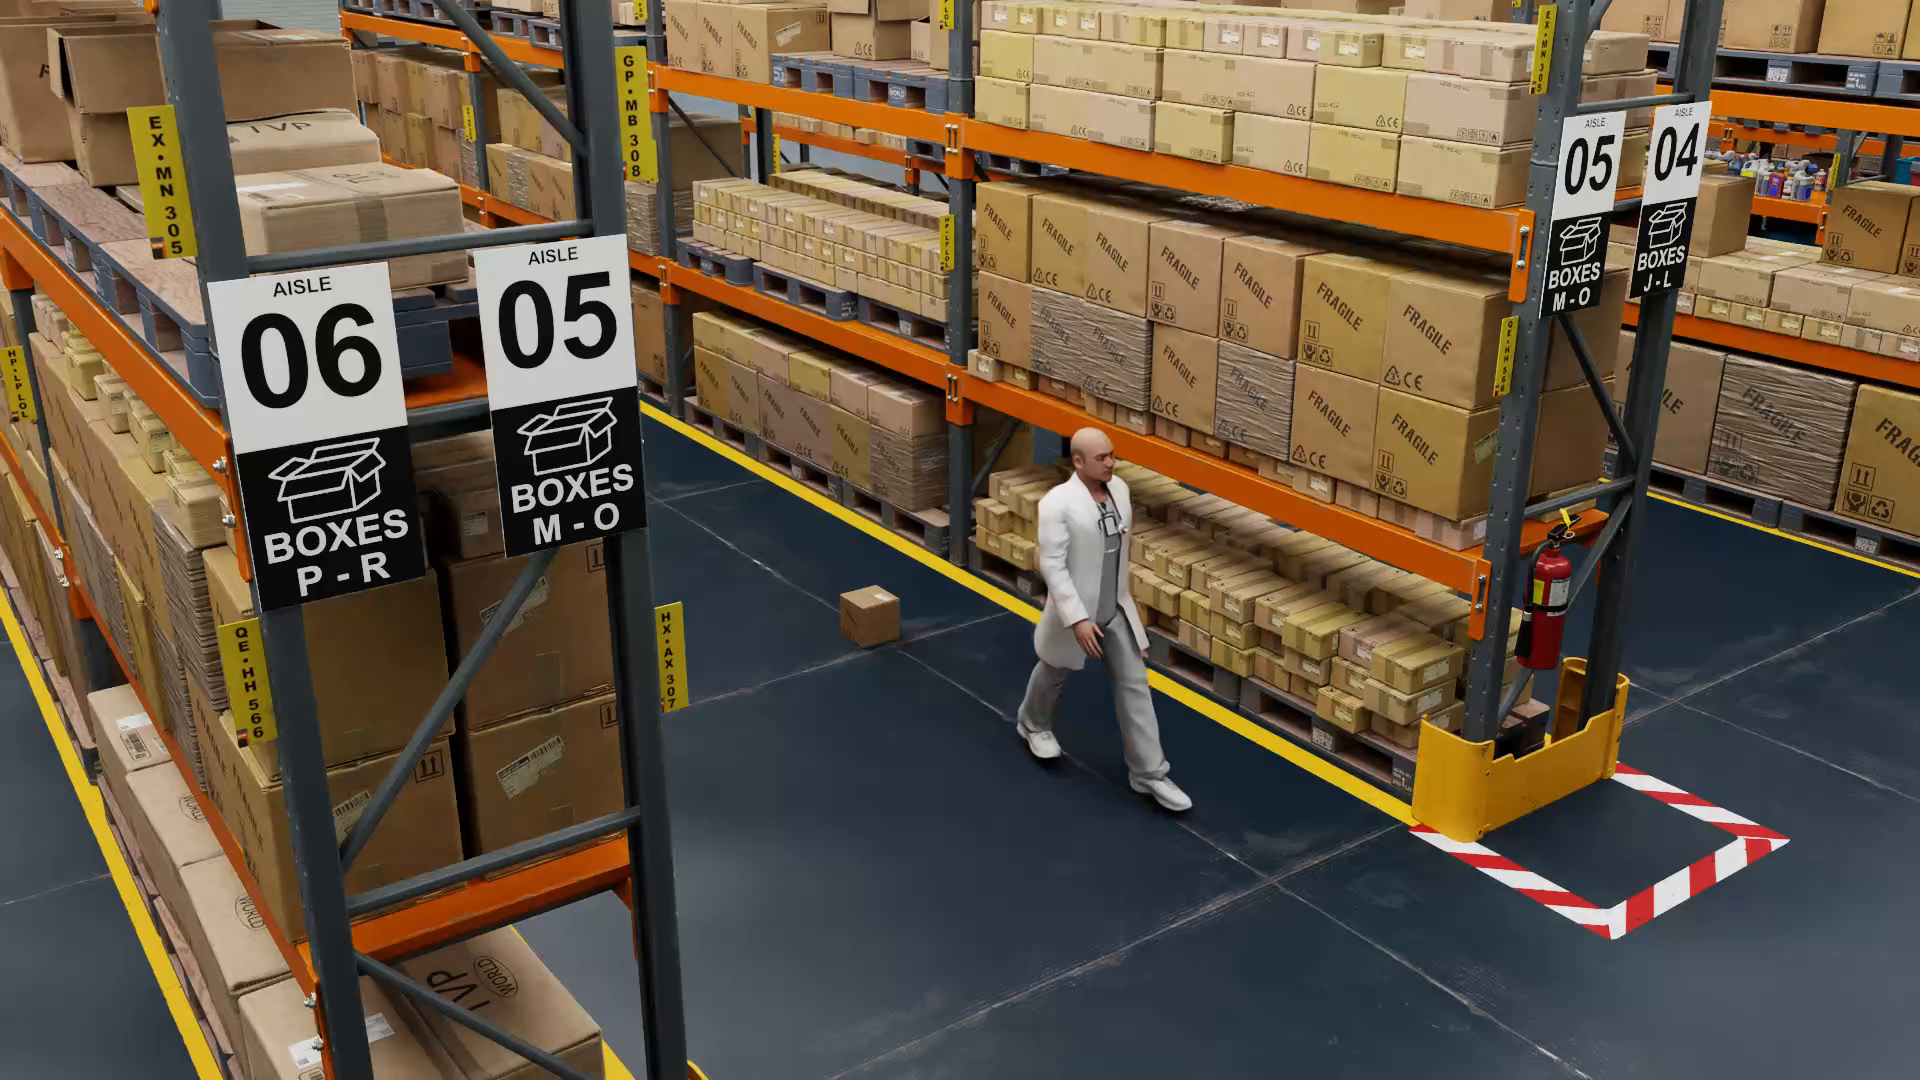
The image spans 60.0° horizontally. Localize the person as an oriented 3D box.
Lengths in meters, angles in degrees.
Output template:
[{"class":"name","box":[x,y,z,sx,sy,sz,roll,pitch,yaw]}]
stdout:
[{"class":"person","box":[0.640,0.331,7.696,0.589,1.719,1.116,-14,25,-31]}]
